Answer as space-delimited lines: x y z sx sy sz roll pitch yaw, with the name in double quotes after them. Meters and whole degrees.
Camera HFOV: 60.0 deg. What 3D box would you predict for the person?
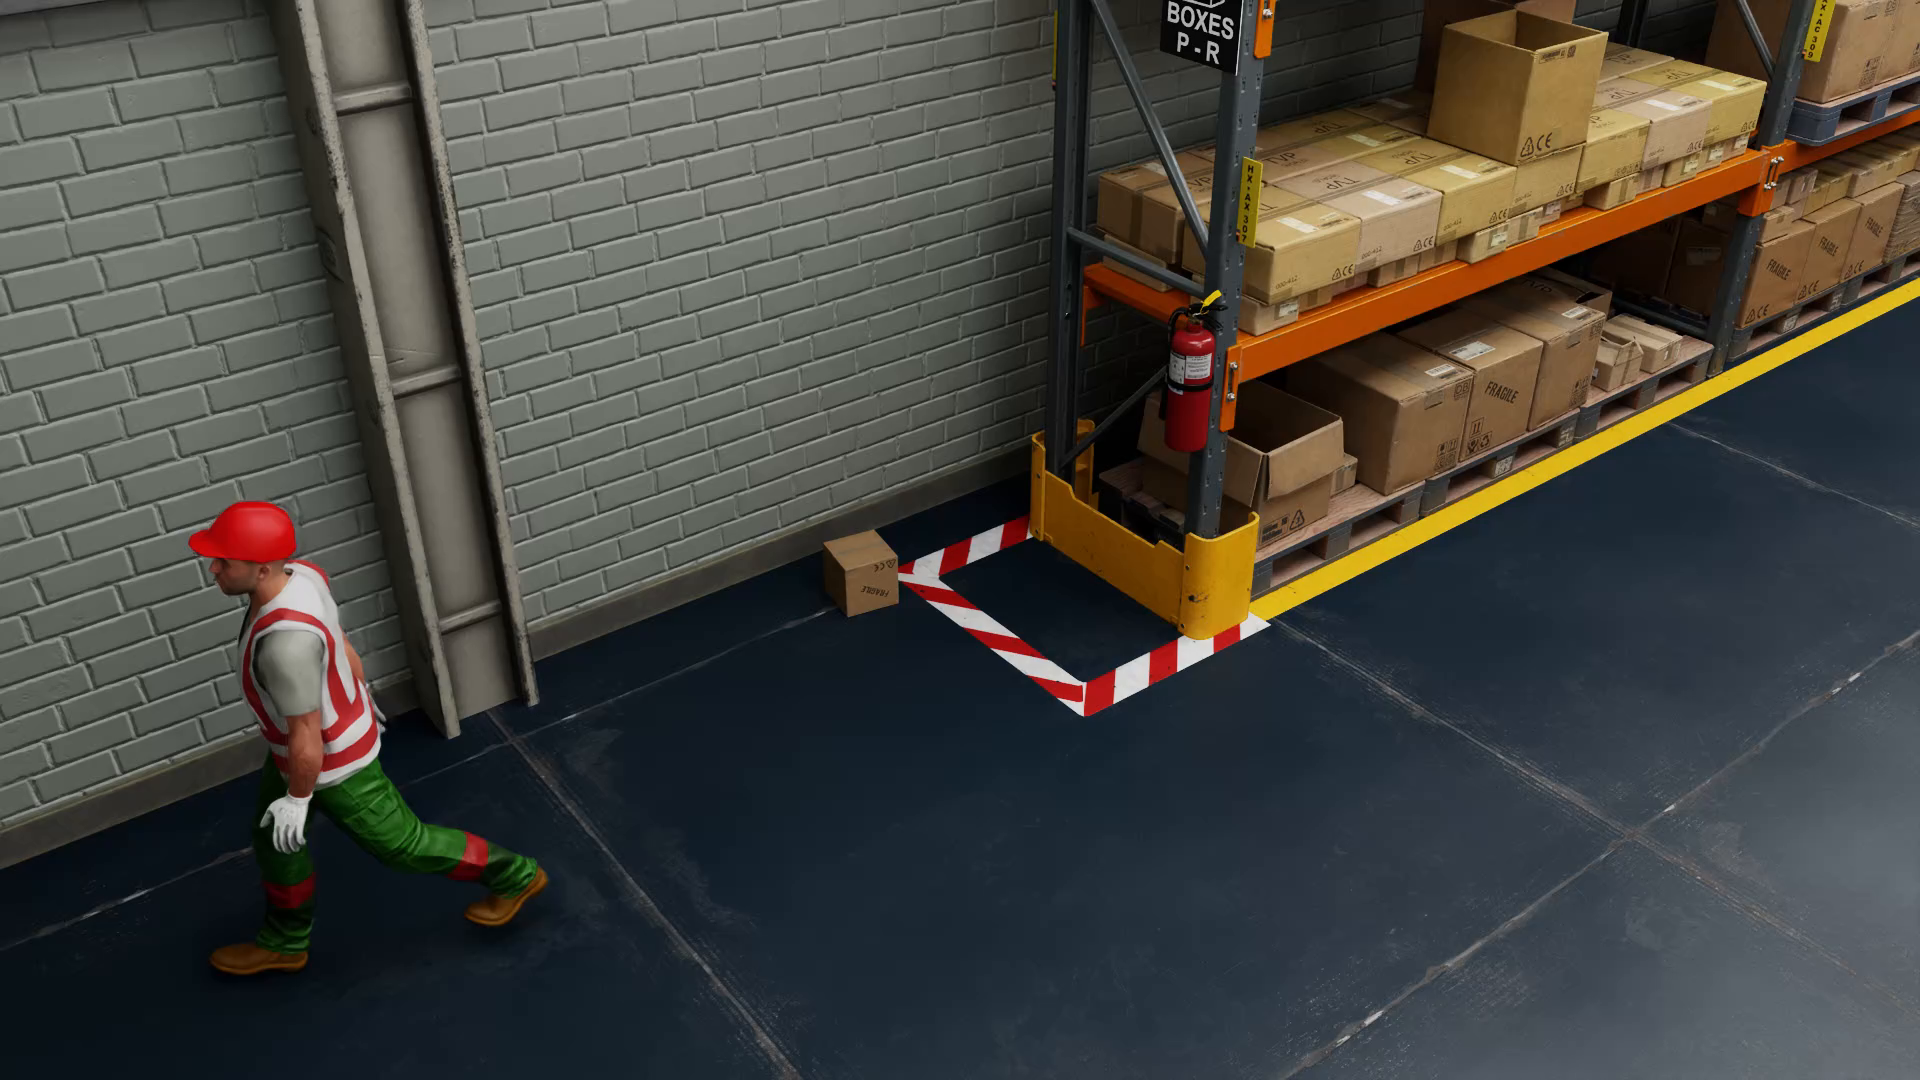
-1.918 0.633 5.128 1.087 1.744 0.580 -13 34 -20 "person"
